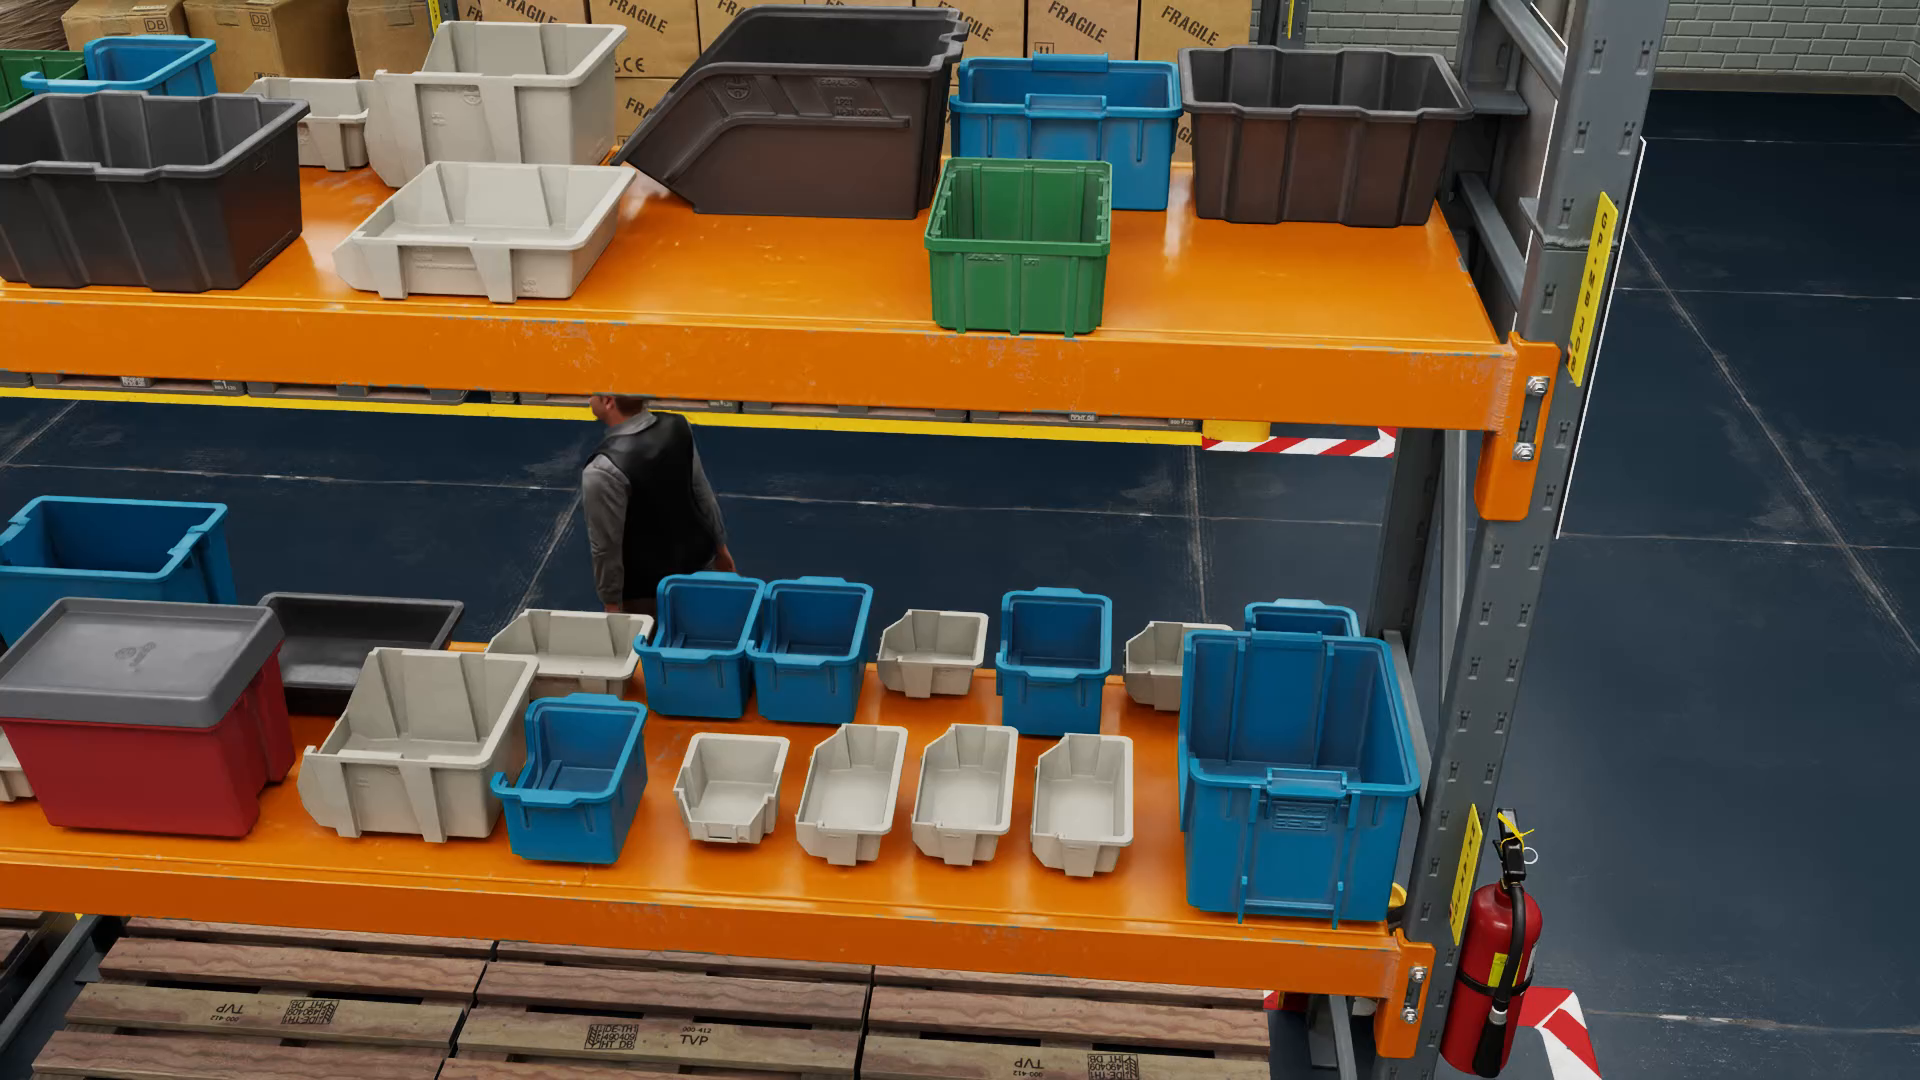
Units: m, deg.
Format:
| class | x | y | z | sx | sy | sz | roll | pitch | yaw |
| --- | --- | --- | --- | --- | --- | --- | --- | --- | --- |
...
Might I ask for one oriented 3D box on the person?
| class | x | y | z | sx | sy | sz | roll | pitch | yaw |
| --- | --- | --- | --- | --- | --- | --- | --- | --- | --- |
| person | -1.057 | 0.136 | 5.982 | 0.958 | 1.668 | 0.569 | 14 | 34 | 21 |
